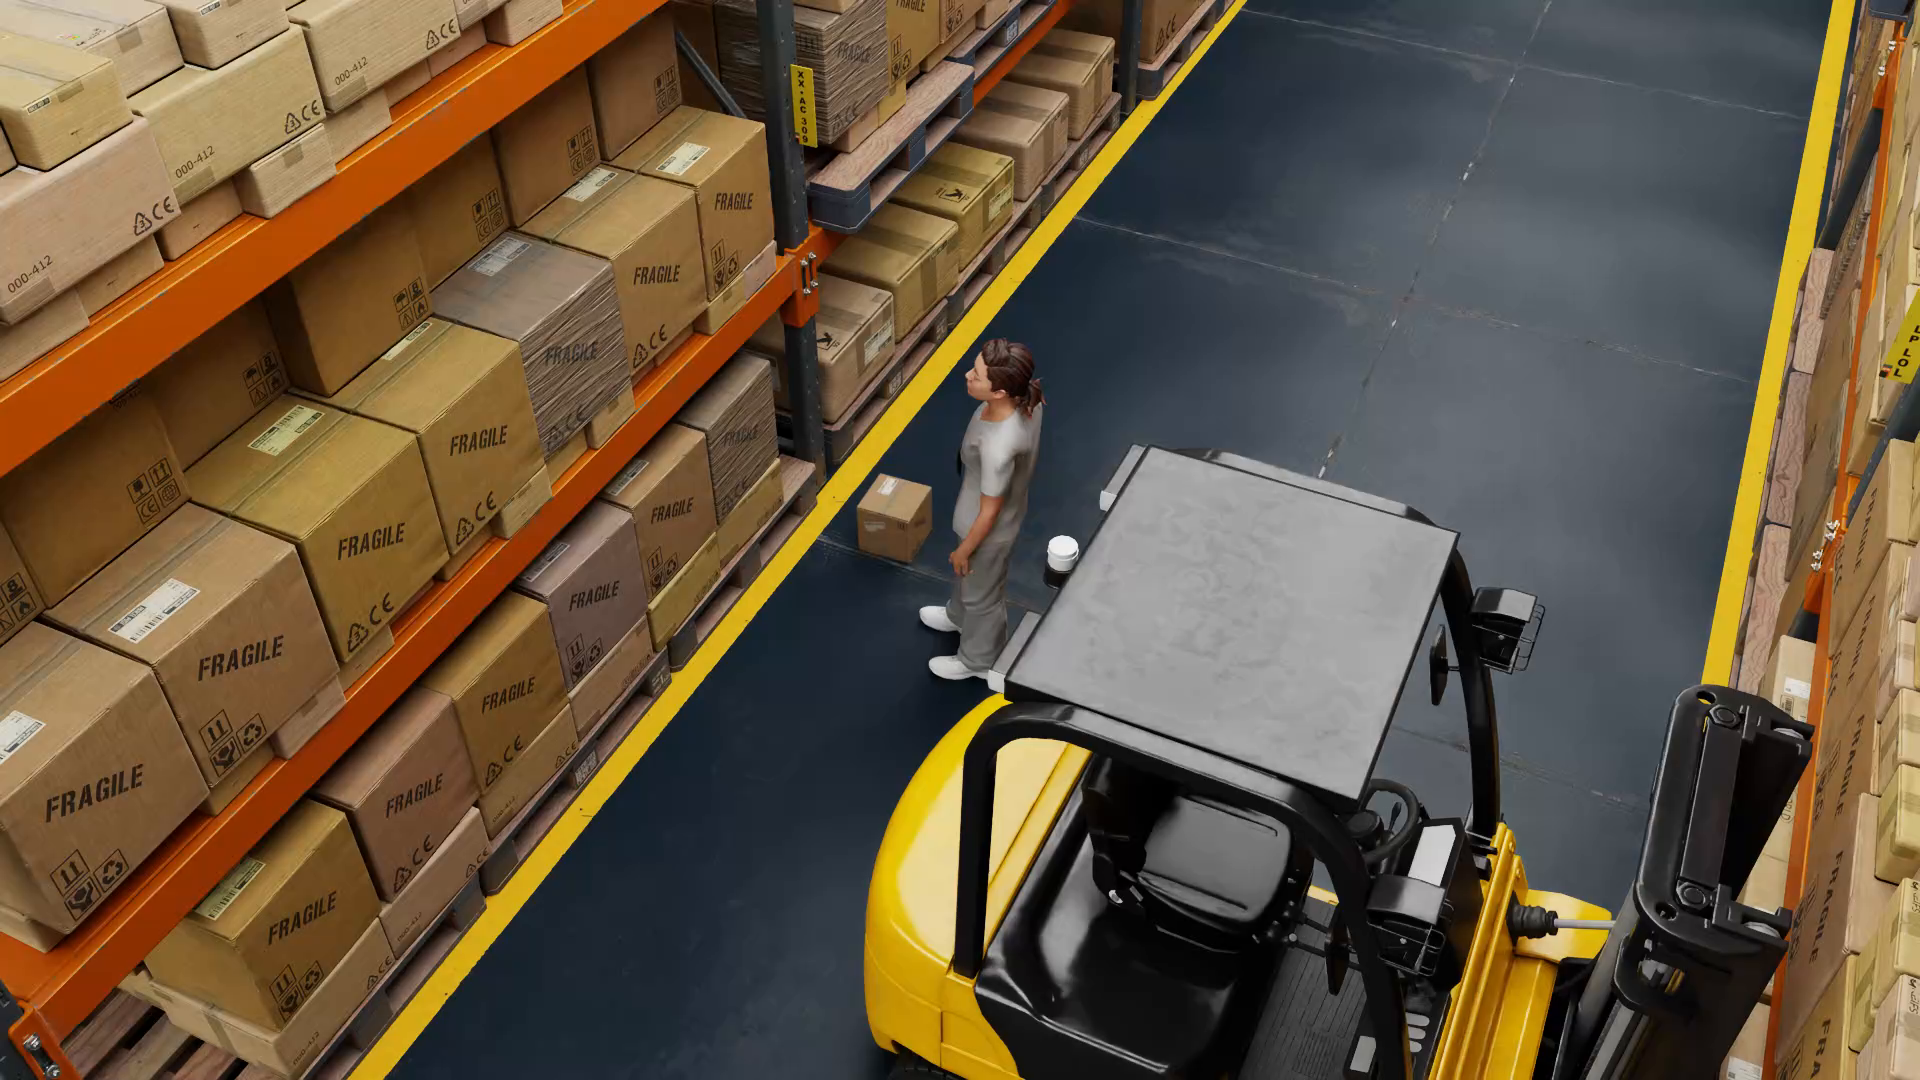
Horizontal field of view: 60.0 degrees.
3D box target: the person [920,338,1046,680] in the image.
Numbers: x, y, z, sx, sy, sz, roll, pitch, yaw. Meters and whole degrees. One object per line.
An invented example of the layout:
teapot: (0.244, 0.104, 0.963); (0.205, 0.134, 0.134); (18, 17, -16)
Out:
person: (0.043, -0.098, 6.255); (0.548, 1.674, 0.549); (9, 43, 10)
